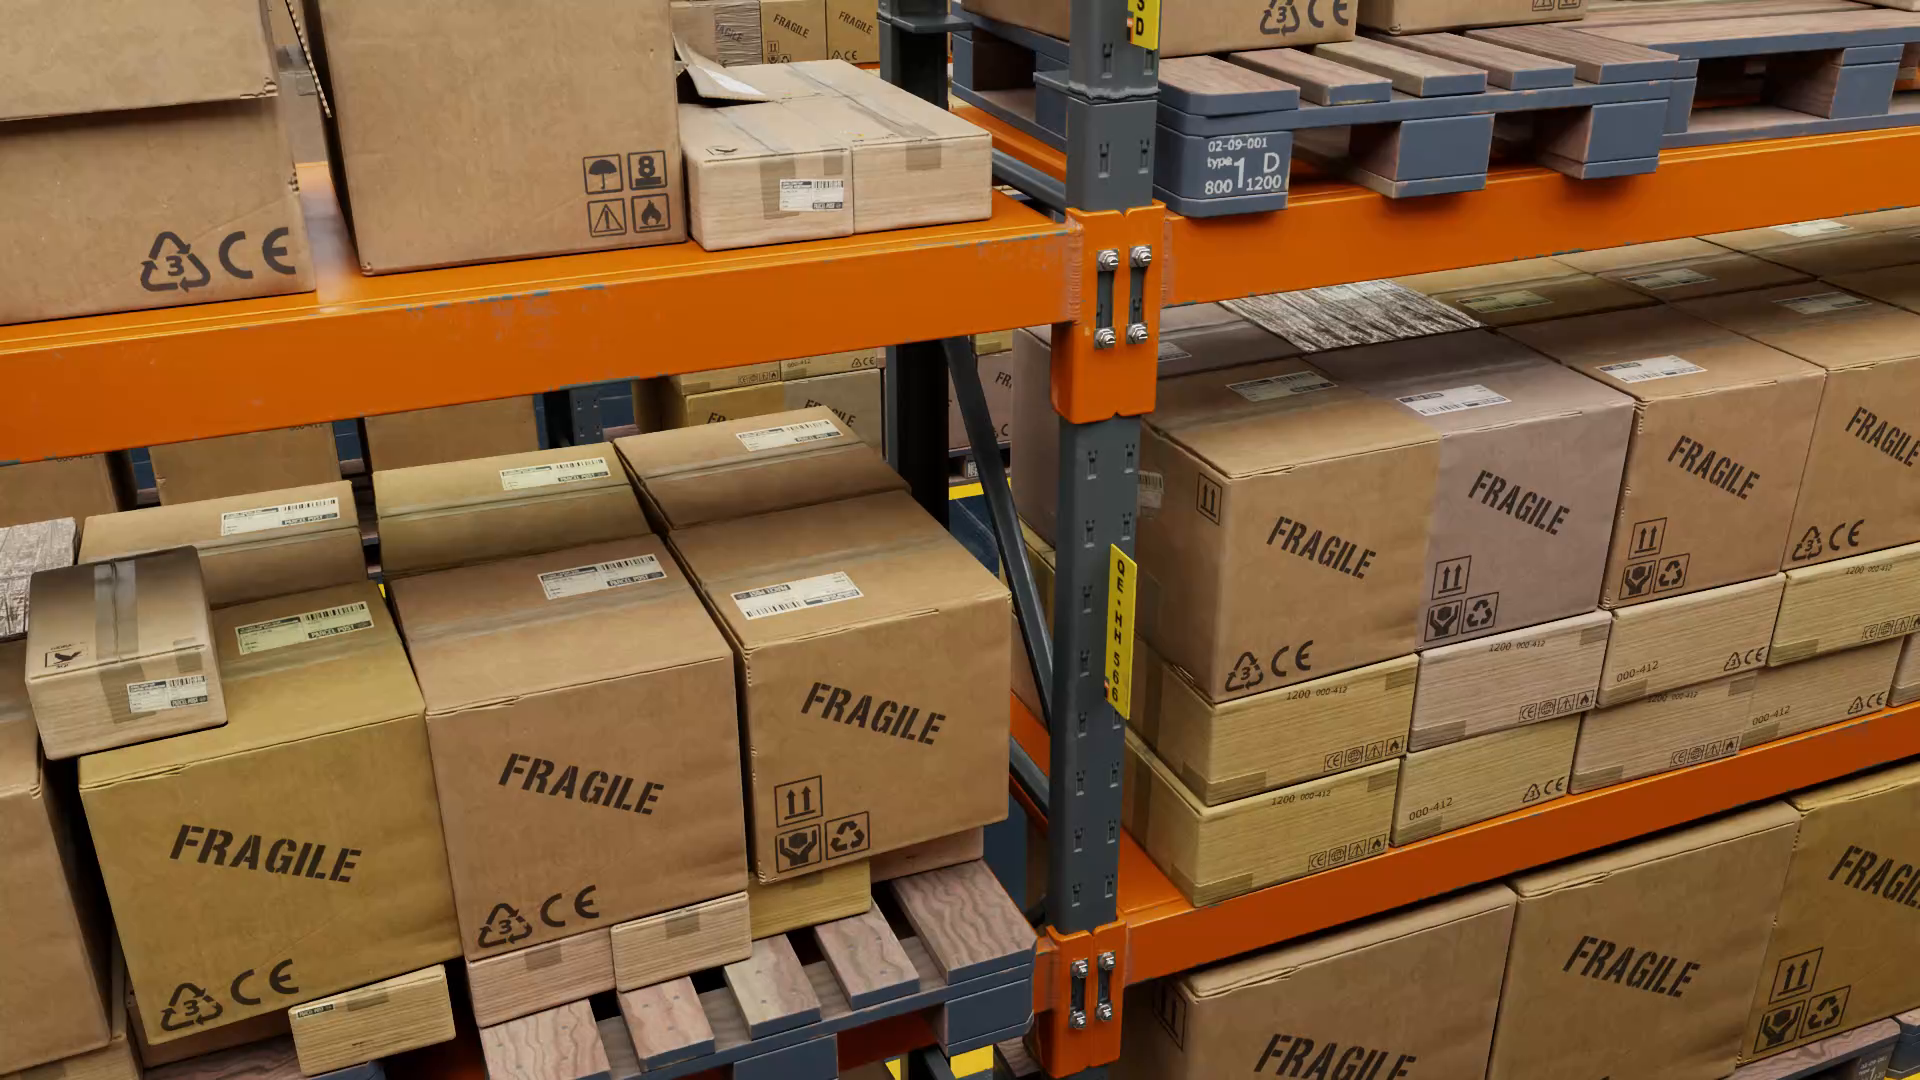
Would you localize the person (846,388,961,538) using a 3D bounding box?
[{"bbox_3d":[-0.322,0.364,5.334,0.574,1.781,0.489,-10,27,-20],"label":"person"}]
